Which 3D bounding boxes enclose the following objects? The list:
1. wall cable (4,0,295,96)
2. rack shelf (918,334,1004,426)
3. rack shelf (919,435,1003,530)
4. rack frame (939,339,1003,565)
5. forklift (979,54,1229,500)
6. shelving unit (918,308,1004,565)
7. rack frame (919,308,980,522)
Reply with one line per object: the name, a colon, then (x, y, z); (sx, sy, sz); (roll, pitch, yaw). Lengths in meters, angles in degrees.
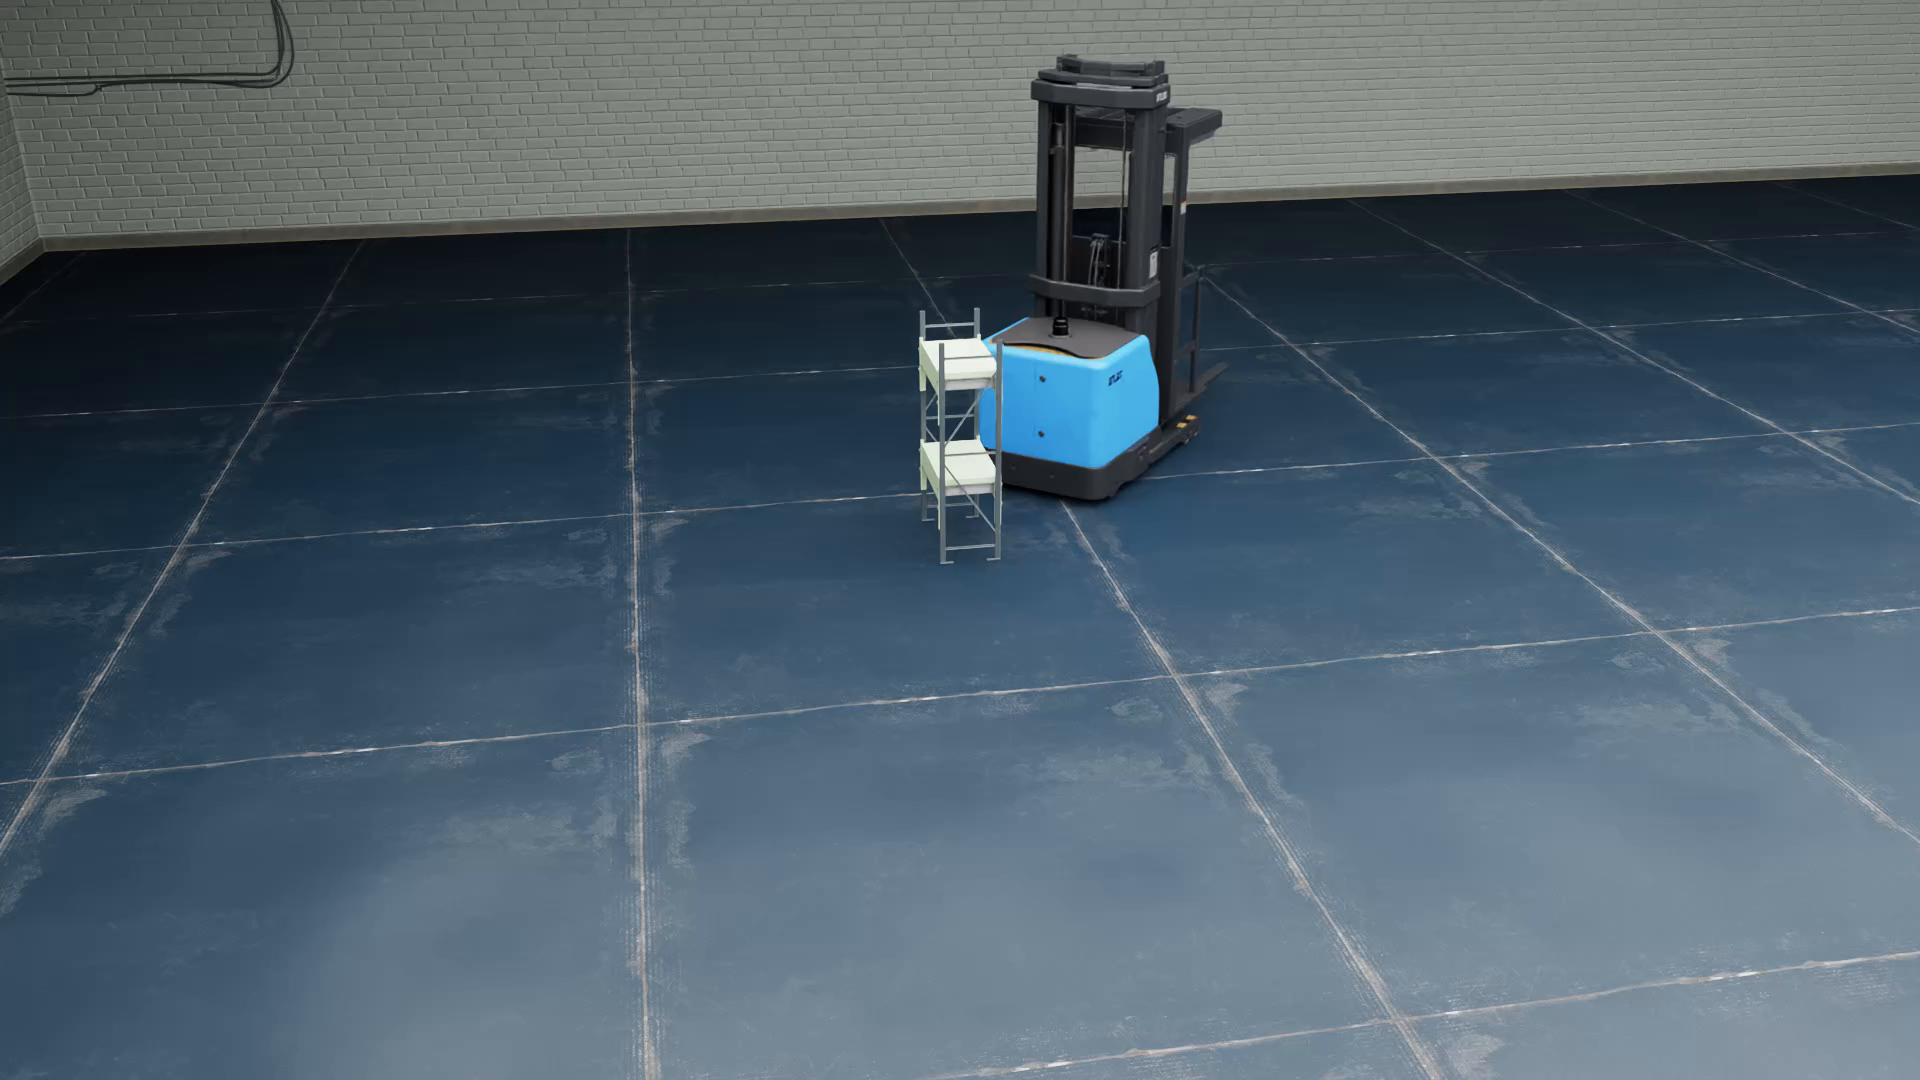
wall cable: (-8.846, -6.032, 17.697); (3.097, 2.526, 0.112); (-4, 24, -10)
rack shelf: (-0.001, -1.048, 10.800); (0.431, 0.370, 0.720); (-4, 24, -10)
rack shelf: (-0.001, -0.391, 11.086); (0.431, 0.370, 0.720); (-4, 24, -10)
rack frame: (0.066, -0.546, 10.626); (0.400, 1.500, 0.023); (-4, 24, -10)
forklift: (1.256, -2.172, 12.562); (1.130, 2.935, 3.031); (13, 27, 26)
shelving unit: (-0.001, -0.690, 10.956); (0.431, 1.500, 0.755); (-4, 24, -10)
rack frame: (-0.069, -0.834, 11.285); (0.400, 1.500, 0.023); (-4, 24, -10)
